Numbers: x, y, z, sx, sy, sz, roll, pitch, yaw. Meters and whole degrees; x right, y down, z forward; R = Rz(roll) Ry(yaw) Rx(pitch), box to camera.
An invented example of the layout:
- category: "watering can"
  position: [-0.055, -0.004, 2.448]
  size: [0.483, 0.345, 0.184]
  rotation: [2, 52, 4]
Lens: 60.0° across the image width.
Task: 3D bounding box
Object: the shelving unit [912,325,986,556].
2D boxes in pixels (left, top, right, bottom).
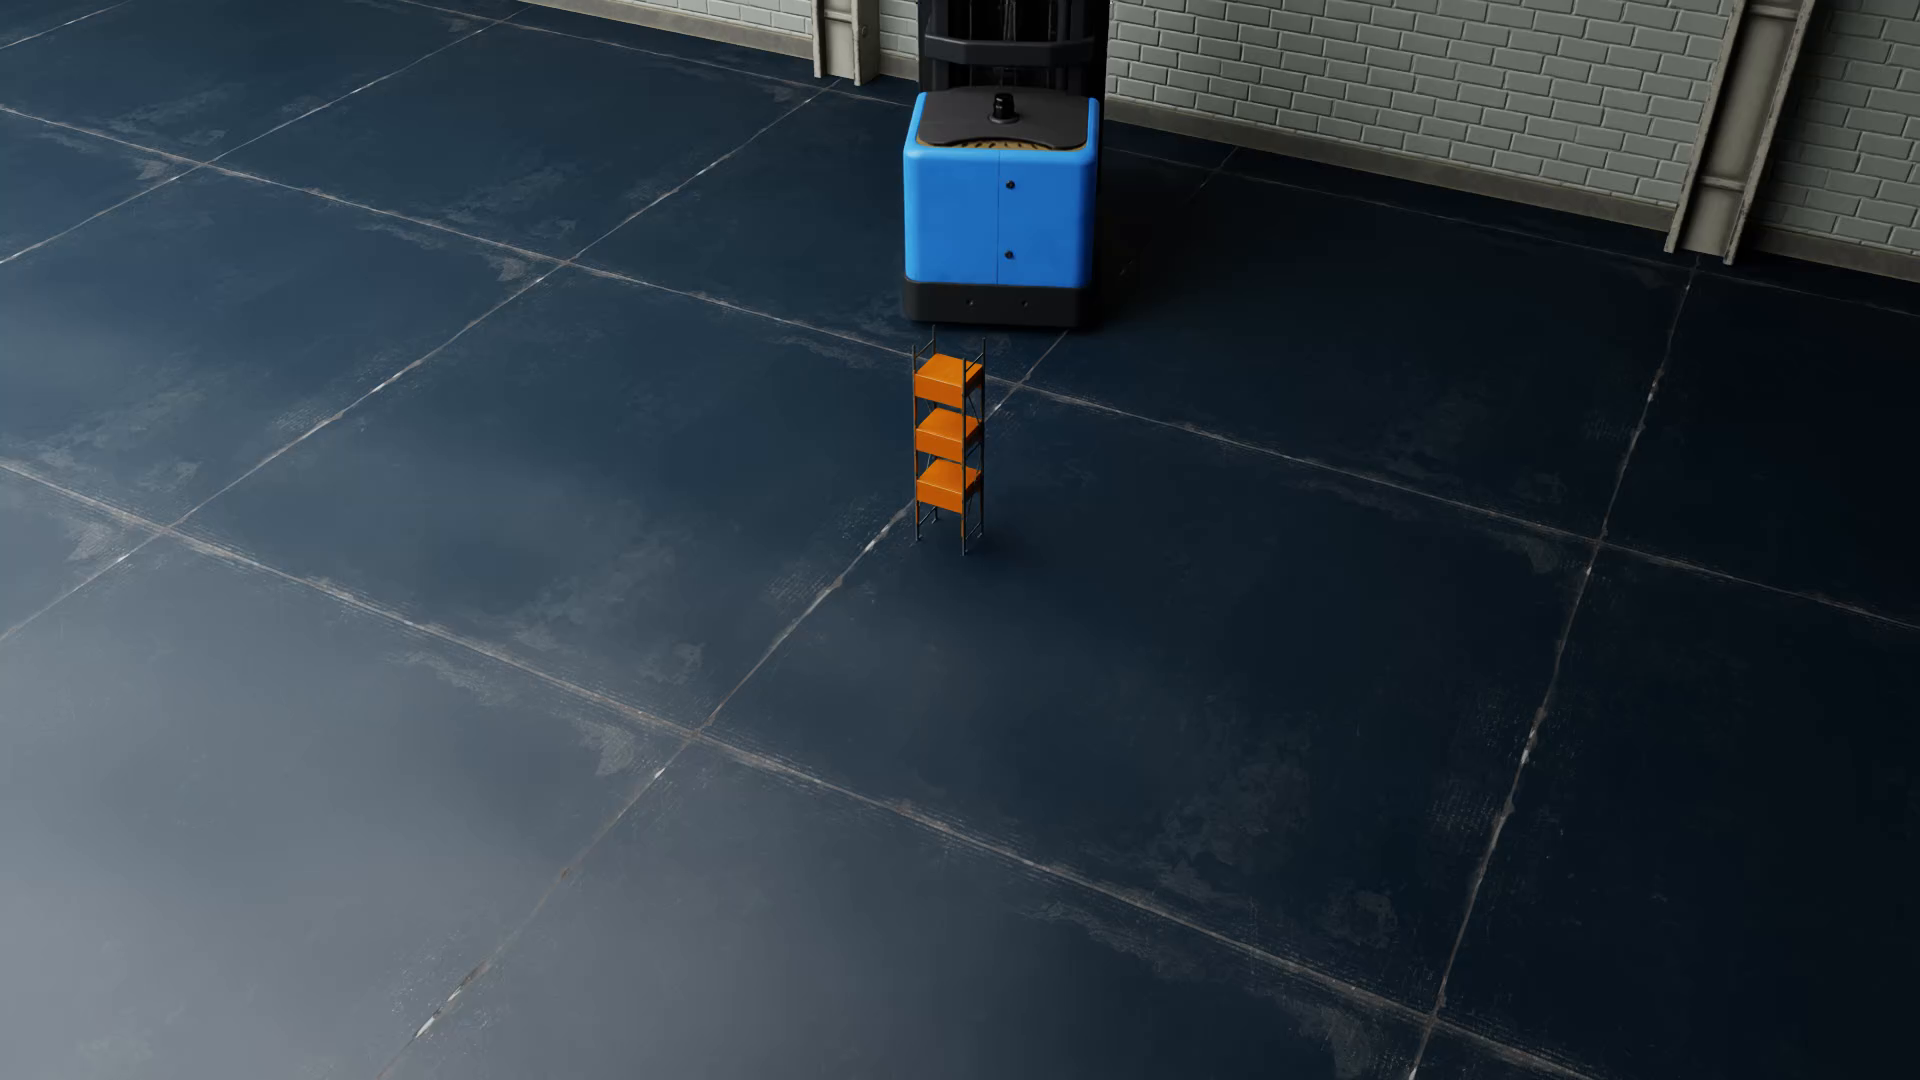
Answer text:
- category: "shelving unit"
  position: [-0.048, -0.433, 7.452]
  size: [0.252, 1.050, 0.215]
  rotation: [17, 41, 21]

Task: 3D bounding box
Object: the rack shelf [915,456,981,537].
- category: "rack shelf"
  position: [-0.048, -0.203, 7.627]
  size: [0.240, 0.259, 0.215]
  rotation: [17, 41, 21]

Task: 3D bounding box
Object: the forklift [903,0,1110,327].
- category: "forklift"
  position: [0.323, -3.217, 9.564]
  size: [1.130, 2.935, 3.031]
  rotation: [3, 37, 4]

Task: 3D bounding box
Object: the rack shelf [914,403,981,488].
- category: "rack shelf"
  position: [-0.047, -0.425, 7.459]
  size: [0.240, 0.259, 0.215]
  rotation: [17, 41, 21]

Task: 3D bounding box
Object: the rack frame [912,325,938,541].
- category: "rack frame"
  position: [-0.156, -0.467, 7.497]
  size: [0.008, 1.050, 0.200]
  rotation: [17, 41, 21]

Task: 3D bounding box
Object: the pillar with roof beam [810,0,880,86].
- category: "pillar with roof beam"
  position: [-2.809, -4.715, 6.518]
  size: [0.400, 9.000, 9.100]
  rotation: [17, 41, 21]

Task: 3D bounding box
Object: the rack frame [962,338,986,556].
- category: "rack frame"
  position: [0.061, -0.399, 7.407]
  size: [0.008, 1.050, 0.200]
  rotation: [17, 41, 21]

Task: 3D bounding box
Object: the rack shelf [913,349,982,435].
- category: "rack shelf"
  position: [-0.047, -0.651, 7.287]
  size: [0.240, 0.259, 0.215]
  rotation: [17, 41, 21]

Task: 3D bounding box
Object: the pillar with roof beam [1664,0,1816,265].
- category: "pillar with roof beam"
  position: [2.519, -3.046, 4.321]
  size: [0.400, 9.000, 9.100]
  rotation: [17, 41, 21]
